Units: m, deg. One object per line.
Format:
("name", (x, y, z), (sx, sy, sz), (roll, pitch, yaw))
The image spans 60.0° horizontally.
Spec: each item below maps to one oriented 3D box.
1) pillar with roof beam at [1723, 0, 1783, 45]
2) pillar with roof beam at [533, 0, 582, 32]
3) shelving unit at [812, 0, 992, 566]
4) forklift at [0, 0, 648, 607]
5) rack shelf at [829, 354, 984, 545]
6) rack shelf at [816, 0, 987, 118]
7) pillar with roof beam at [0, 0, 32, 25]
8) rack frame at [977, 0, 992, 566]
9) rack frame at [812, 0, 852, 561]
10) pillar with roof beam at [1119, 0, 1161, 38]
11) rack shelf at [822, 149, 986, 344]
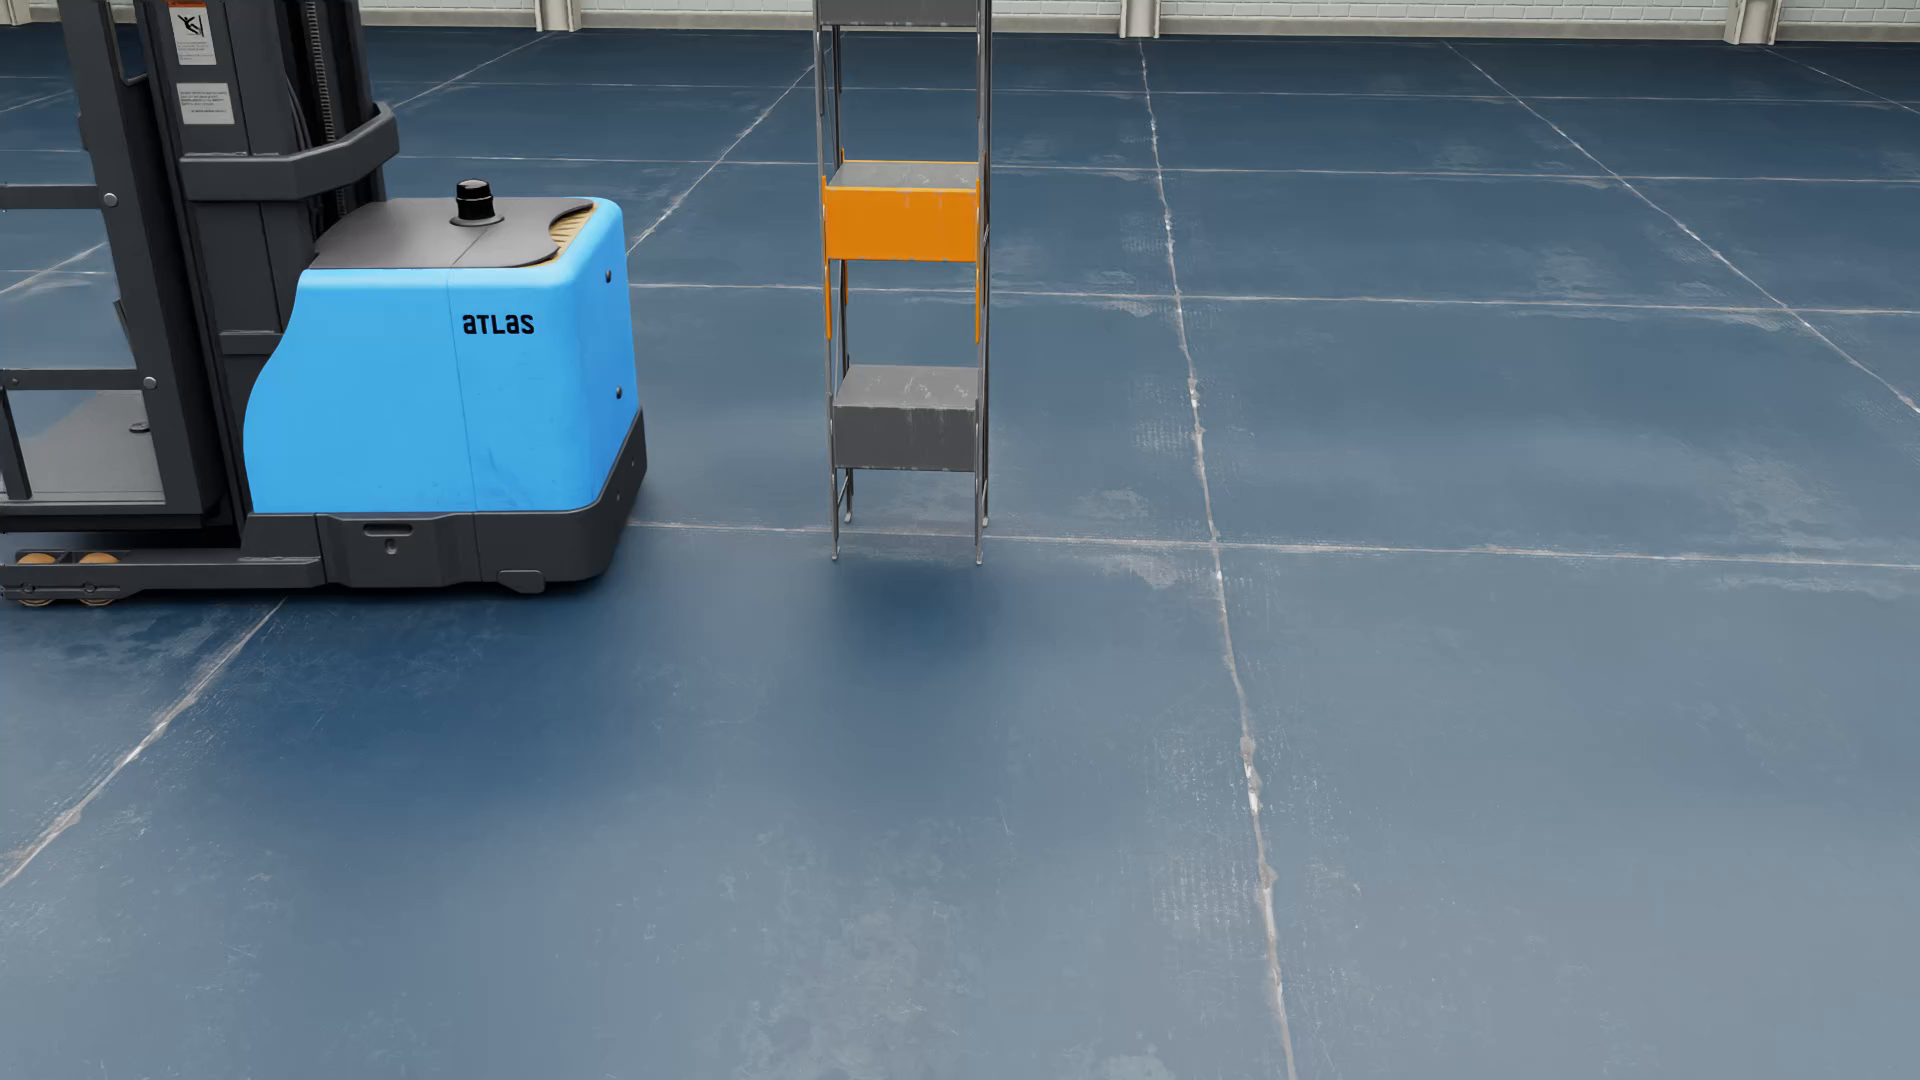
("pillar with roof beam", (7.472, -7.222, 10.681), (0.400, 9.000, 9.100), (2, 25, 4))
("pillar with roof beam", (-4.493, -7.606, 11.515), (0.400, 9.000, 9.100), (2, 25, 4))
("shelving unit", (-0.165, -0.959, 5.323), (0.503, 2.100, 0.431), (2, 25, 4))
("forklift", (-2.664, -1.343, 5.162), (3.031, 2.935, 1.130), (0, 25, -1))
("rack shelf", (-0.165, -0.311, 5.621), (0.480, 0.518, 0.431), (2, 25, 4))
("rack shelf", (-0.165, -1.583, 5.036), (0.480, 0.518, 0.431), (2, 25, 4))
("pillar with roof beam", (-10.475, -7.798, 11.932), (0.400, 9.000, 9.100), (2, 25, 4))
("rack frame", (0.078, -0.951, 5.306), (0.015, 2.100, 0.400), (2, 25, 4))
("rack frame", (-0.408, -0.967, 5.340), (0.015, 2.100, 0.400), (2, 25, 4))
("pillar with roof beam", (1.489, -7.414, 11.098), (0.400, 9.000, 9.100), (2, 25, 4))
("rack shelf", (-0.165, -0.947, 5.328), (0.480, 0.518, 0.431), (2, 25, 4))
